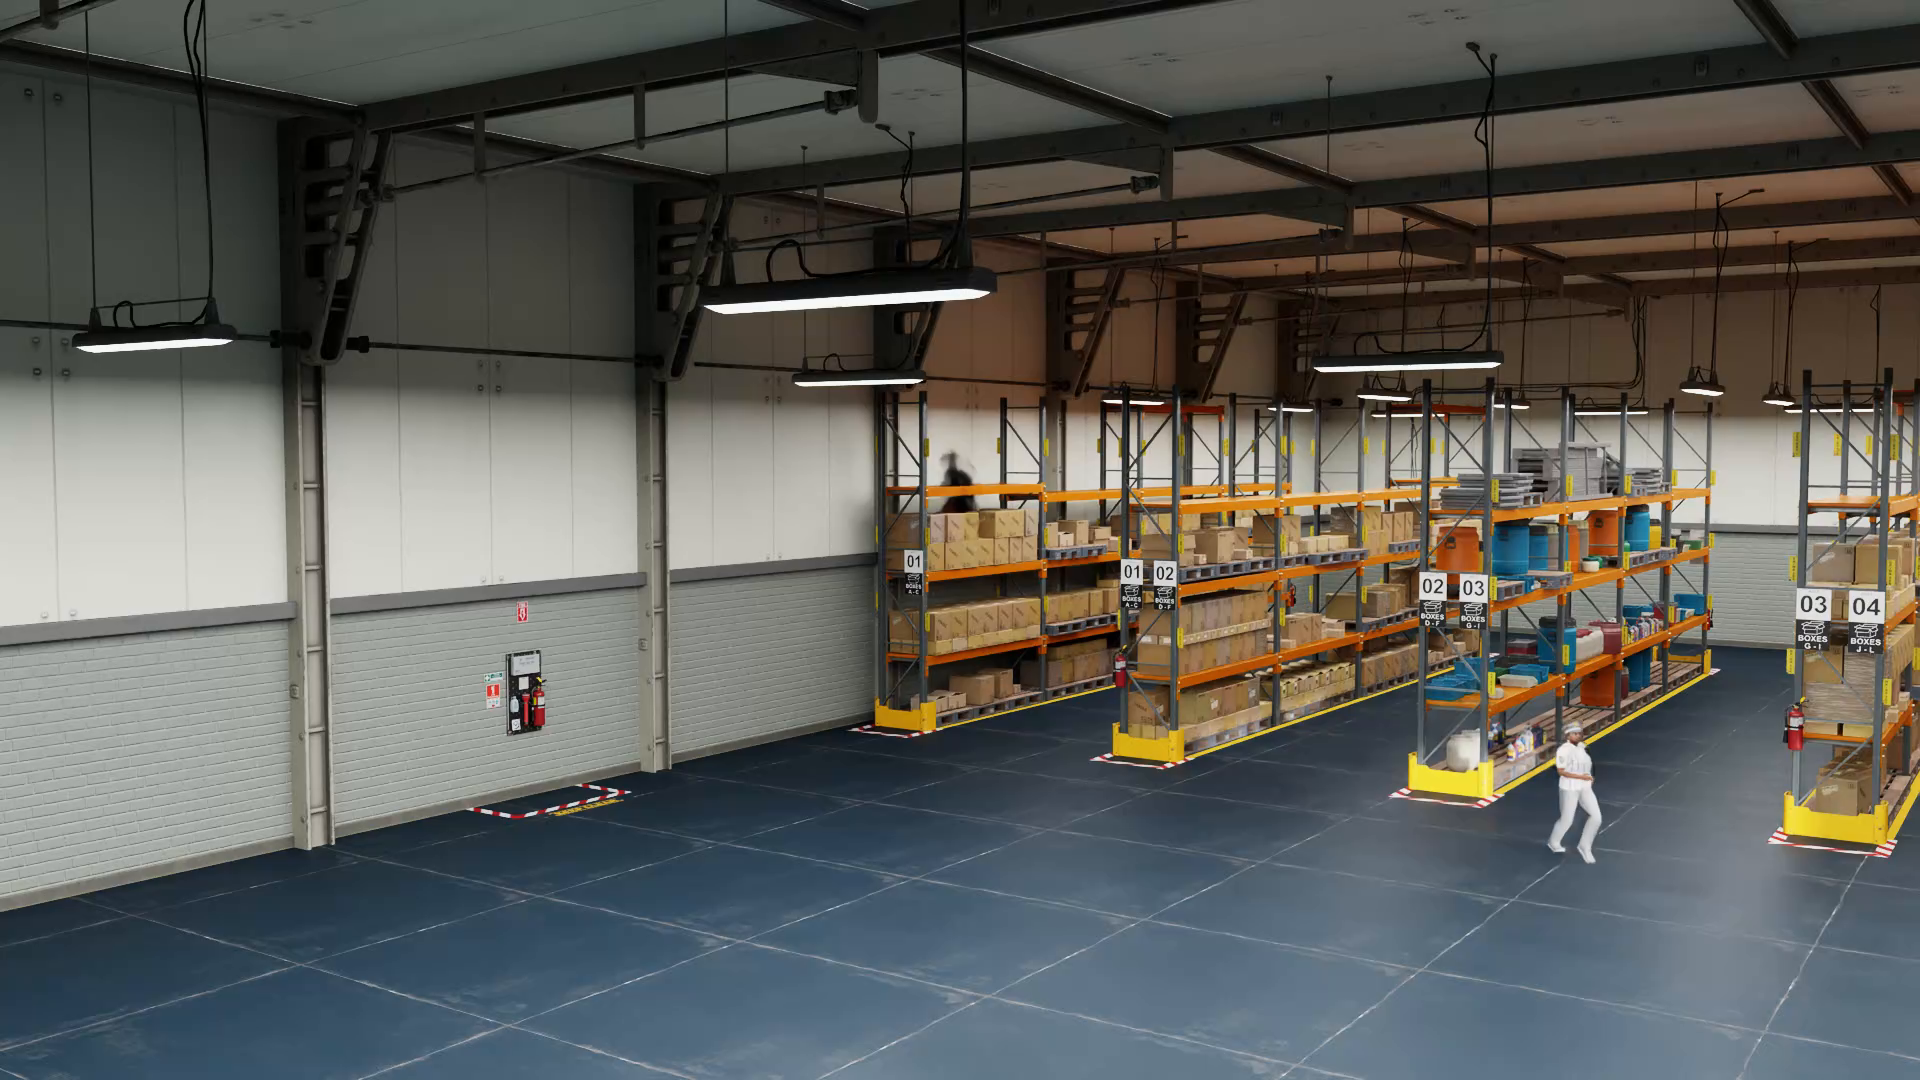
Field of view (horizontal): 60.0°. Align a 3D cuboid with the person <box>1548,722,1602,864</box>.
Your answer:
[{"bbox_3d":[7.491,3.057,20.230,0.581,1.728,0.734,-1,3,-19],"label":"person"}]
